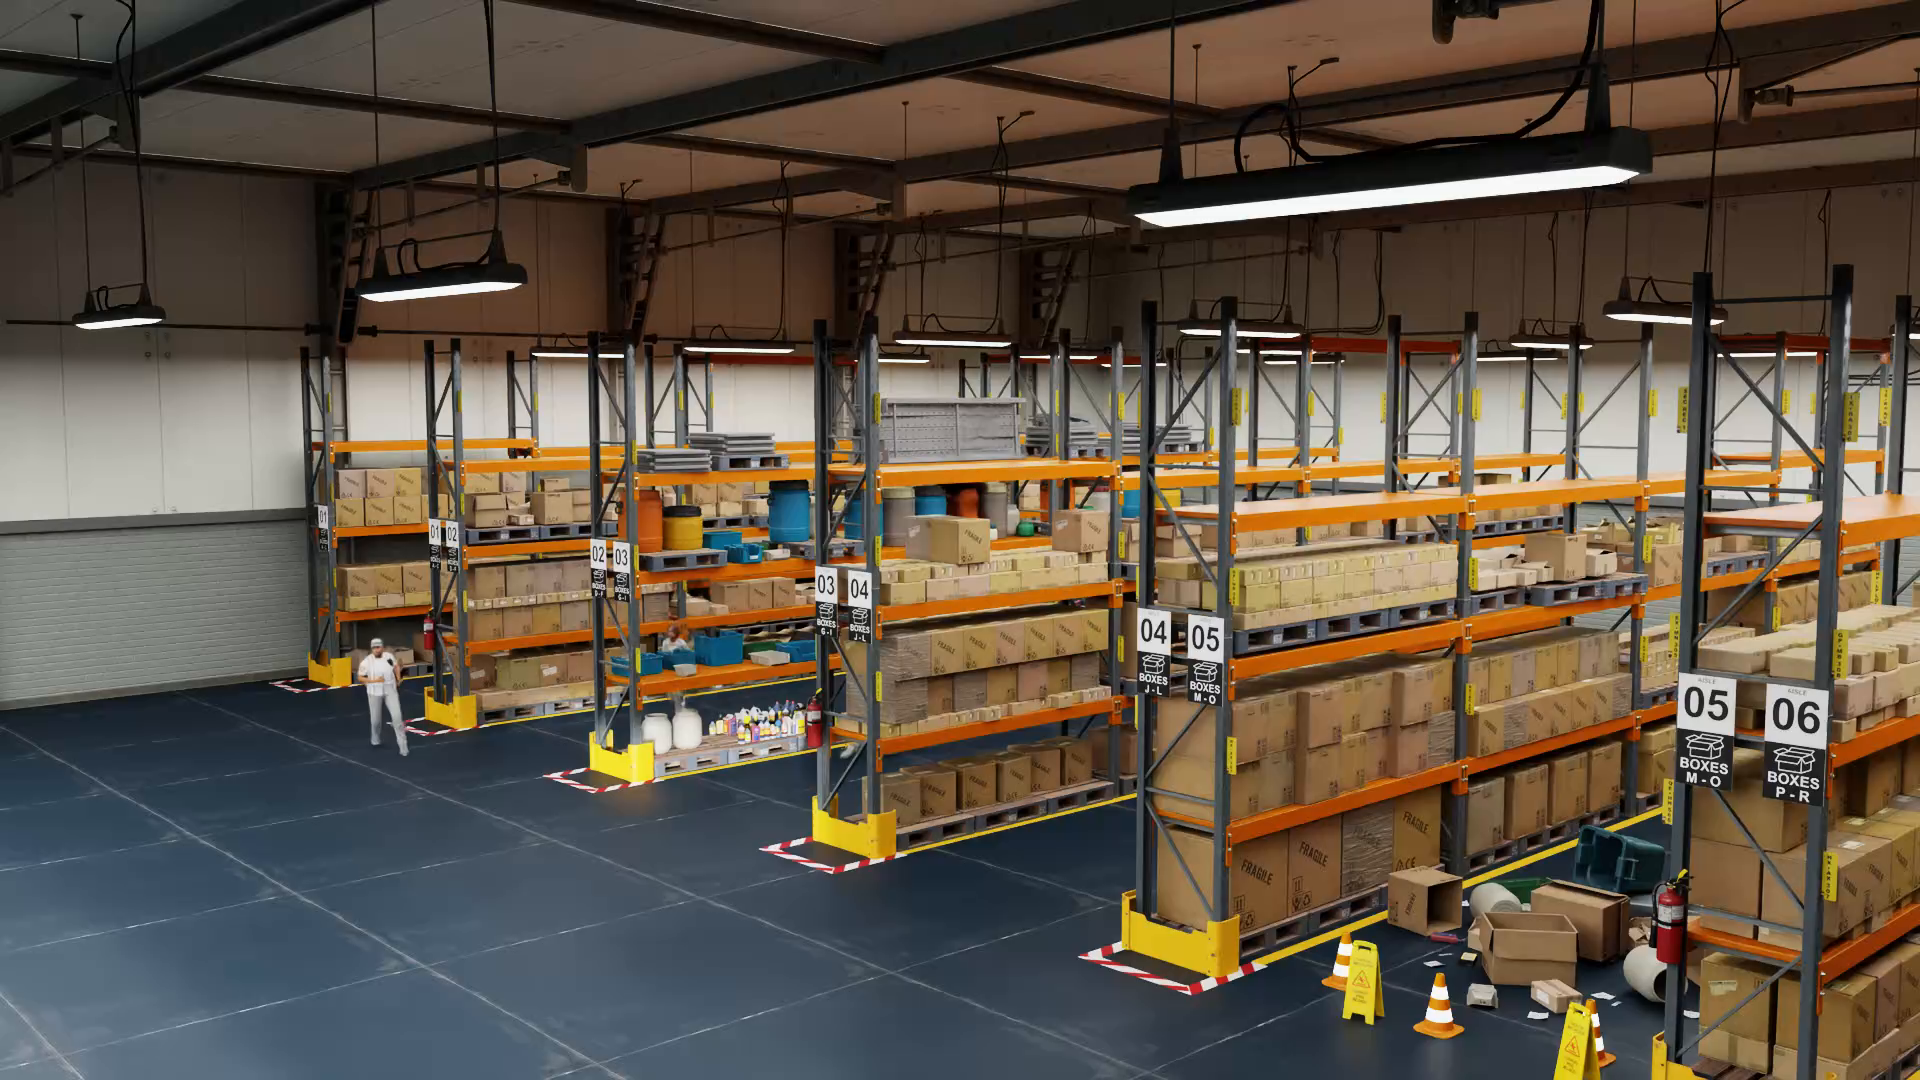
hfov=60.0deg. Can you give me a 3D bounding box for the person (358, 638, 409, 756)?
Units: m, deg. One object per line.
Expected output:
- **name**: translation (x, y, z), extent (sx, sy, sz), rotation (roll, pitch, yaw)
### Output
- **person**: translation (-8.357, 2.239, 24.029), extent (0.640, 1.662, 0.914), rotation (-2, 5, -23)

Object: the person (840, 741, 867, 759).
- **person**: translation (-1.278, 2.229, 23.289), extent (0.805, 1.722, 0.802), rotation (4, 6, 39)

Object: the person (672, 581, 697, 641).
- **person**: translation (-5.283, 1.544, 32.249), extent (0.578, 1.577, 0.773), rotation (2, 5, 20)

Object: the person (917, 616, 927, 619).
- **person**: translation (-0.604, 1.626, 30.273), extent (0.679, 1.789, 0.718), rotation (3, 6, 34)

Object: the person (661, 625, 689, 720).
- **person**: translation (-4.496, 2.086, 26.429), extent (0.539, 1.534, 0.578), rotation (1, 5, 16)
